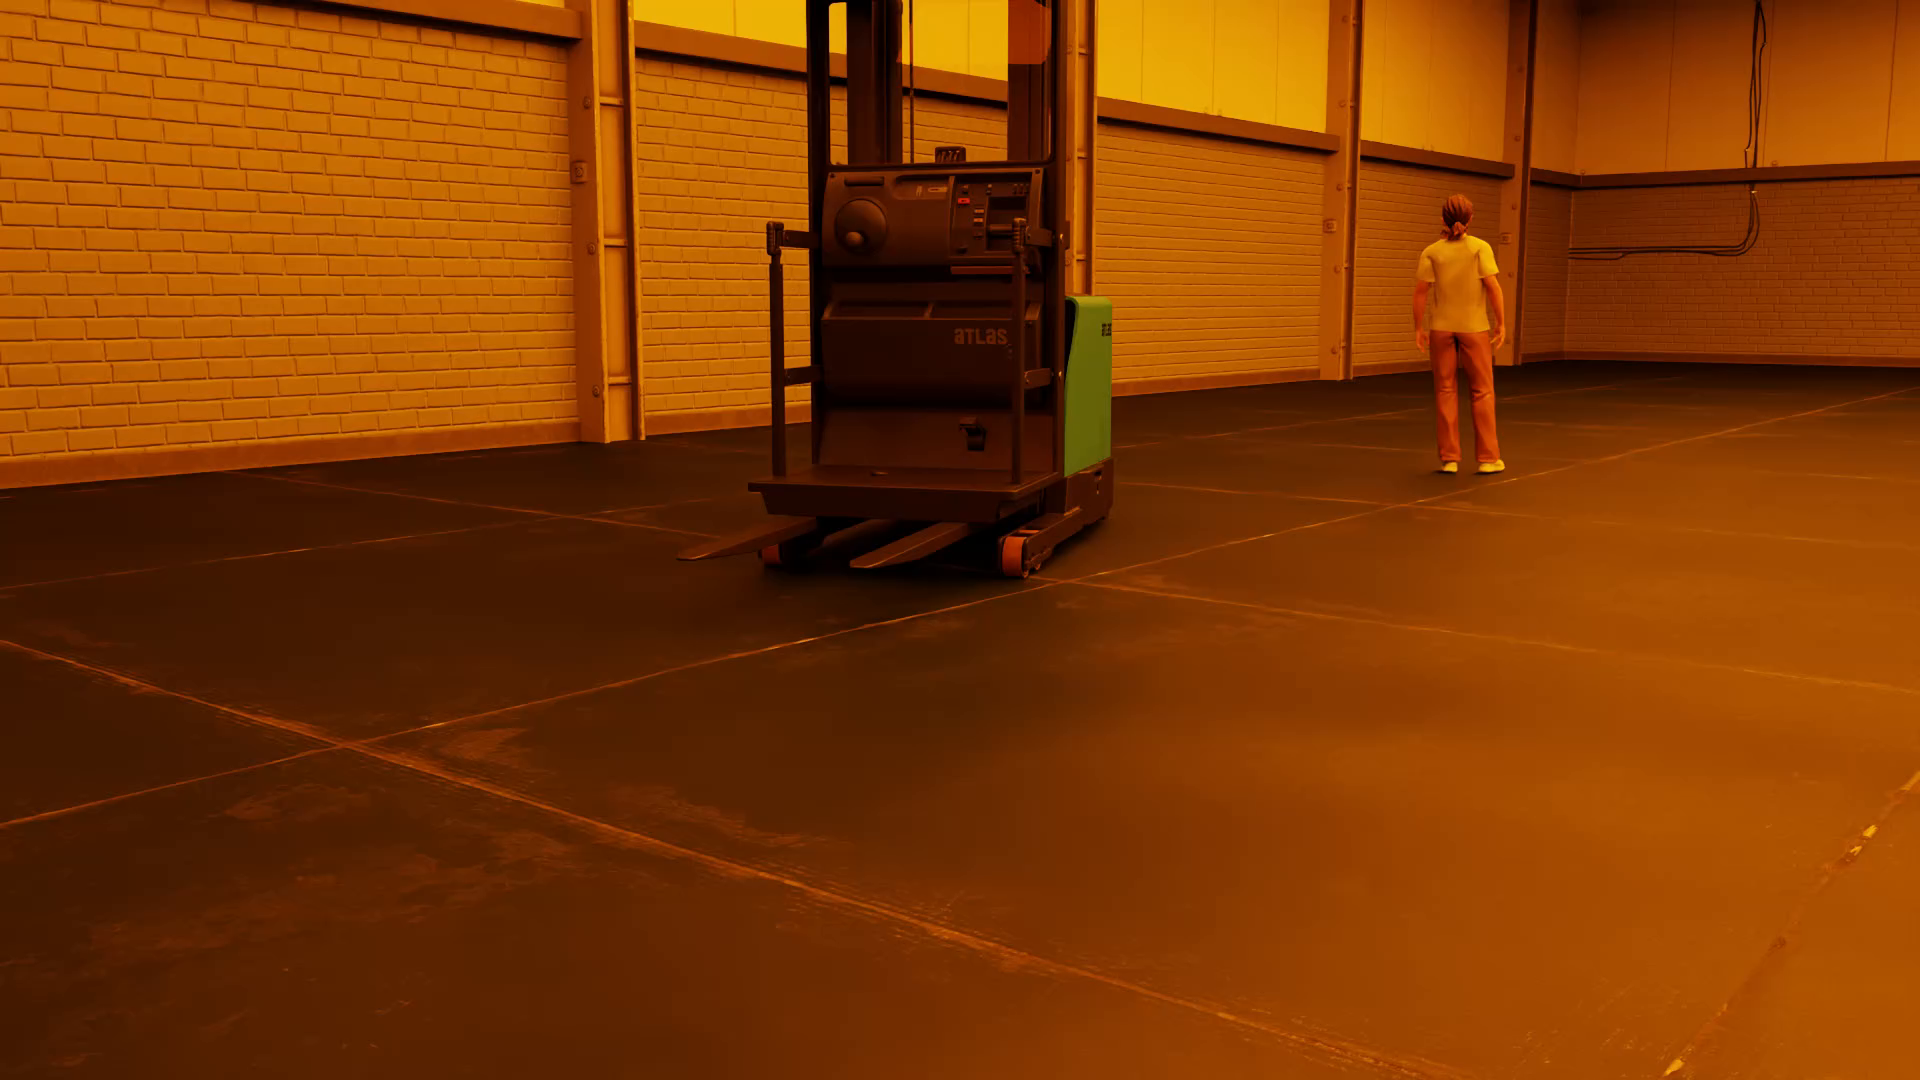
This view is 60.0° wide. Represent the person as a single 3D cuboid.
[{"bbox_3d":[3.051,-1.250,10.142,0.538,1.679,0.533,4,9,26],"label":"person"}]

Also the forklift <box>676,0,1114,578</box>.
[{"bbox_3d":[-0.176,-1.366,6.616,1.130,2.935,3.031,3,9,17],"label":"forklift"}]
